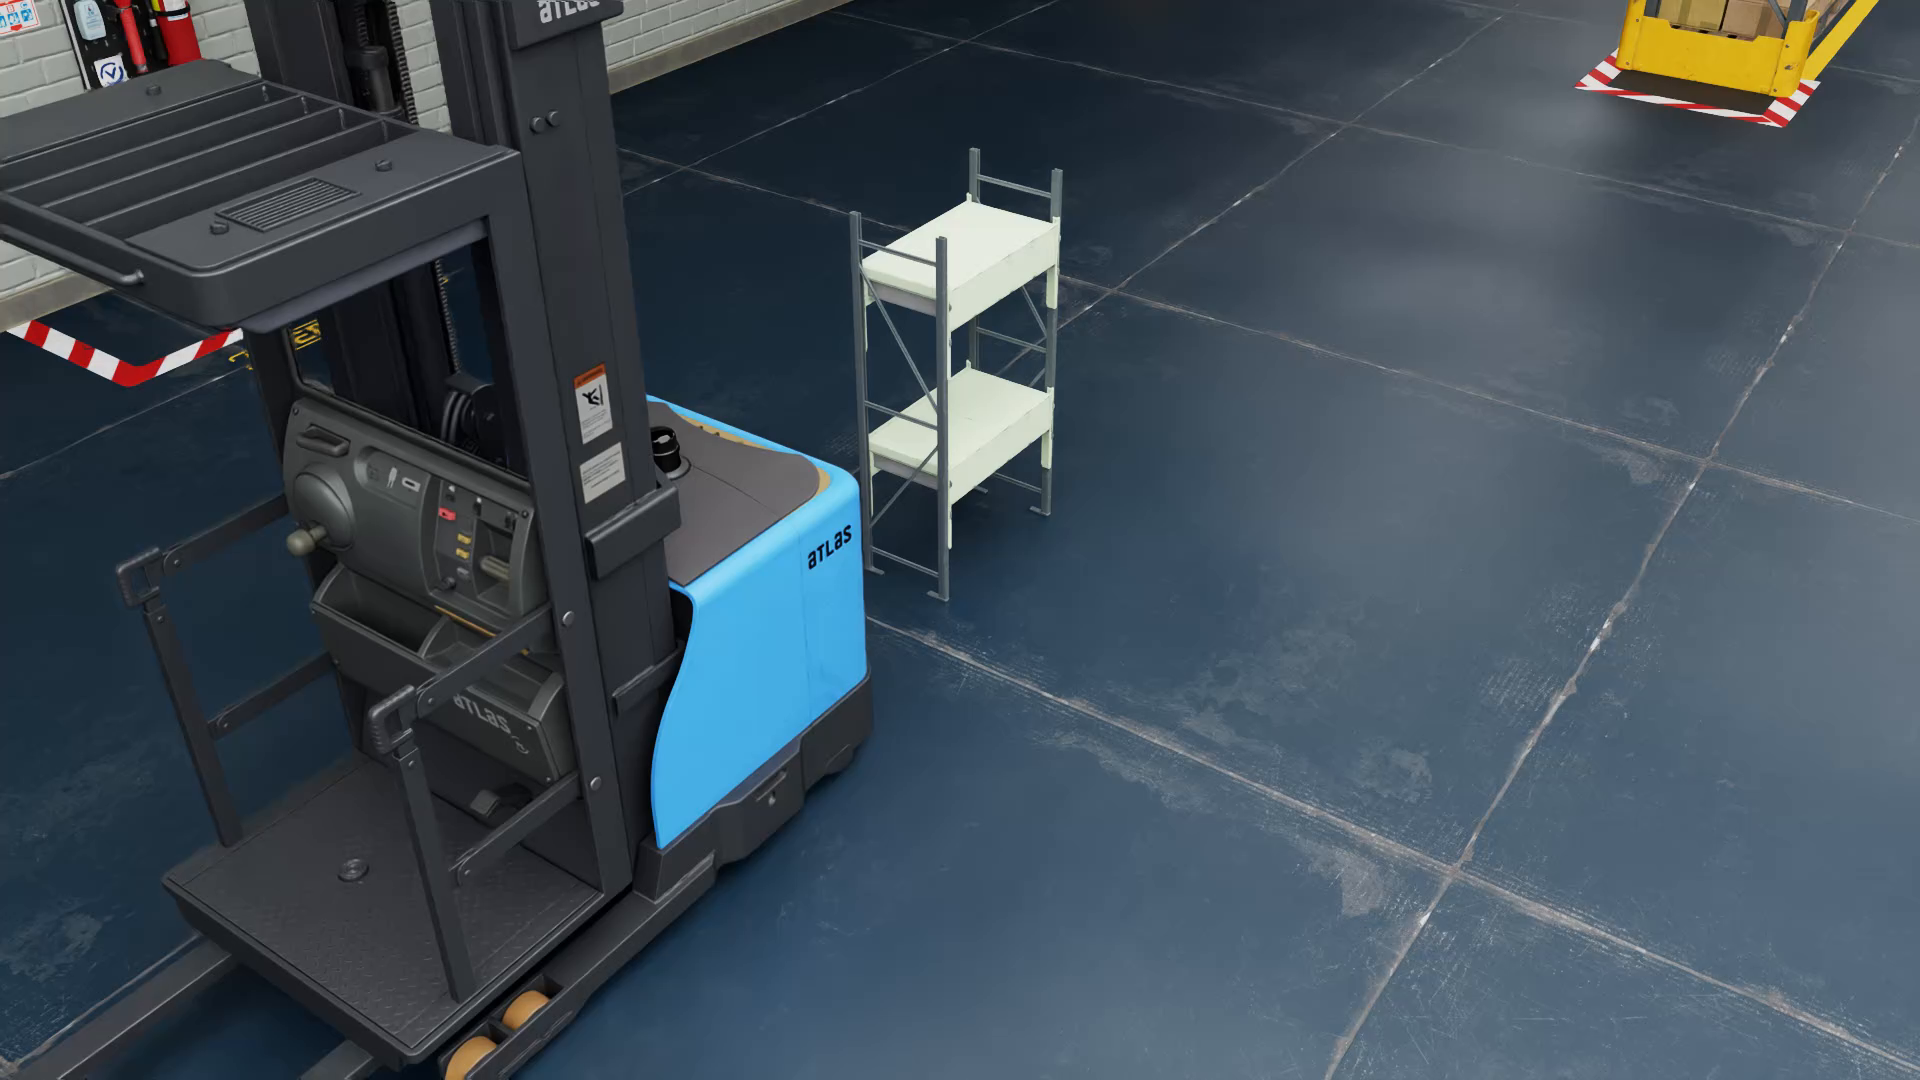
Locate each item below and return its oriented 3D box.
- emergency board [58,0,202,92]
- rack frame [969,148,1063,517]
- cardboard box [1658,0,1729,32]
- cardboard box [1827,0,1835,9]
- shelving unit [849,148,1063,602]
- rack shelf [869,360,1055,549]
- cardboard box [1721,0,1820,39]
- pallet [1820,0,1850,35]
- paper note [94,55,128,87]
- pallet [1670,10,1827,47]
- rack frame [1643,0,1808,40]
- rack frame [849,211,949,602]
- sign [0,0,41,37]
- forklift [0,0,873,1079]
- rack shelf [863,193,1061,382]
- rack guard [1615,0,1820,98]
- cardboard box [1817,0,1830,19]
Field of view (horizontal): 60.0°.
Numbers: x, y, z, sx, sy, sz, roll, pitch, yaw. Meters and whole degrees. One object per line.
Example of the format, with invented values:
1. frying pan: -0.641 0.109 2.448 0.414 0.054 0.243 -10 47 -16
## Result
1. emergency board: -4.079 -2.758 8.150 0.194 1.169 0.643 21 39 28
2. rack frame: 0.205 -0.787 6.574 0.400 1.500 0.023 21 39 28
3. cardboard box: 5.229 -3.841 11.832 0.500 0.250 0.500 21 39 28
4. cardboard box: 6.222 -4.137 12.269 0.500 0.250 0.500 21 39 28
5. shelving unit: -0.004 -0.618 6.325 0.431 1.500 0.755 21 39 28
6. rack shelf: -0.004 -0.348 6.508 0.431 0.370 0.720 21 39 28
7. cardboard box: 5.655 -3.676 11.587 0.500 0.250 0.500 21 39 28
8. pallet: 6.264 -4.234 12.823 1.003 0.211 1.213 21 39 28
9. paper note: -4.236 -2.333 8.309 0.016 0.148 0.142 21 39 28
10. pallet: 5.568 -3.675 11.996 1.003 0.211 1.213 21 39 28
11. rack frame: 5.166 -4.465 10.675 1.000 3.000 0.127 21 39 28
12. rack frame: -0.212 -0.450 6.076 0.400 1.500 0.023 21 39 28
13. sign: -4.479 -2.551 7.813 0.001 0.329 0.234 21 39 28
14. forklift: -1.551 -0.007 4.143 1.130 2.935 3.031 21 40 28
15. rack shelf: -0.004 -0.941 6.107 0.431 0.370 0.720 21 39 28
16. rack guard: 5.152 -3.418 11.359 1.175 0.500 0.348 21 39 28
17. cardboard box: 5.937 -3.907 11.929 0.500 0.250 0.500 21 39 28
